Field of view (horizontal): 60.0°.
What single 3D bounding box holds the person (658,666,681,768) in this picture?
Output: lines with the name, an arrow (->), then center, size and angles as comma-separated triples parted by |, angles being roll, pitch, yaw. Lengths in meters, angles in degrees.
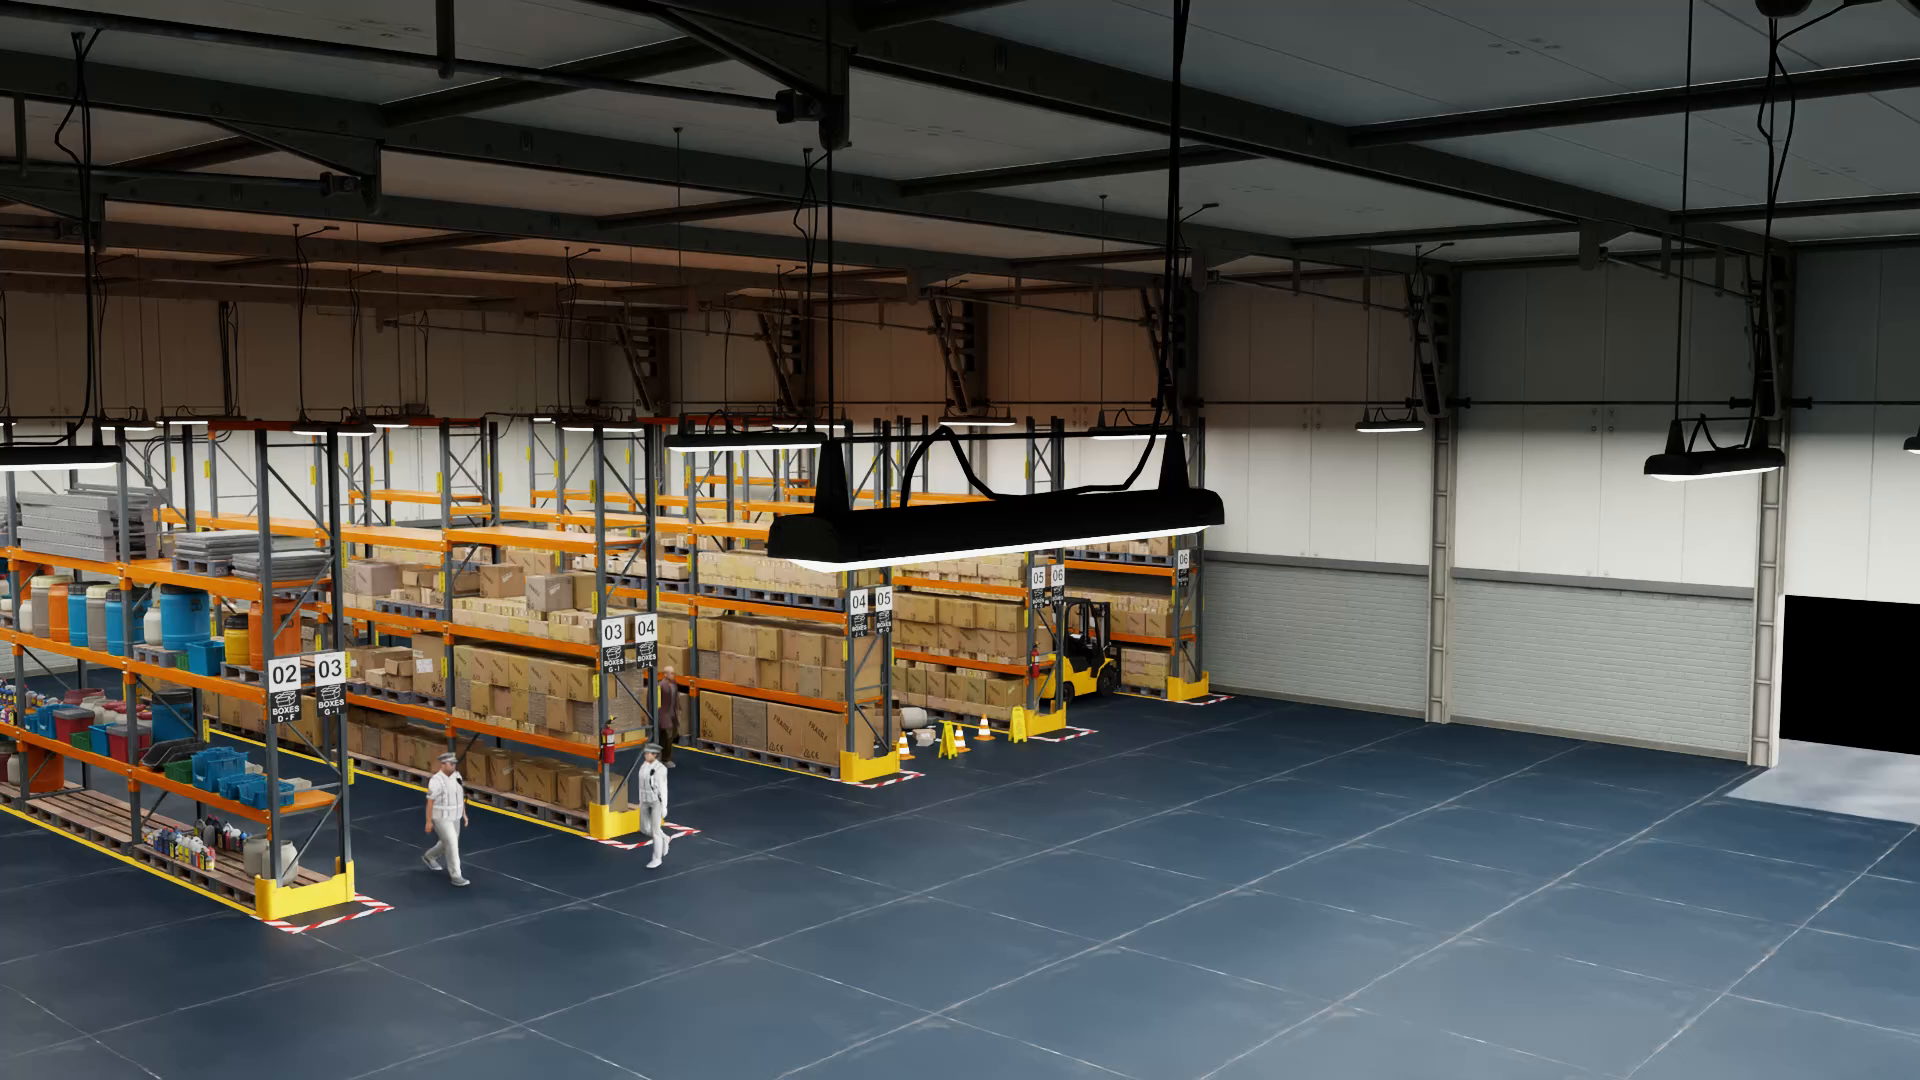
person -> -5.202, 3.150, 28.991 | 0.753, 1.571, 0.669 | 2, 5, 26

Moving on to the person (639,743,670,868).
person -> -4.159, 3.589, 22.795 | 0.493, 1.677, 0.625 | 4, 6, 37

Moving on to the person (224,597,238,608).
person -> -17.582, 2.121, 40.037 | 0.548, 1.752, 0.740 | 4, 6, 38

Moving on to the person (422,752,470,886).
person -> -6.788, 3.647, 22.000 | 1.006, 1.694, 0.554 | 2, 5, 24
